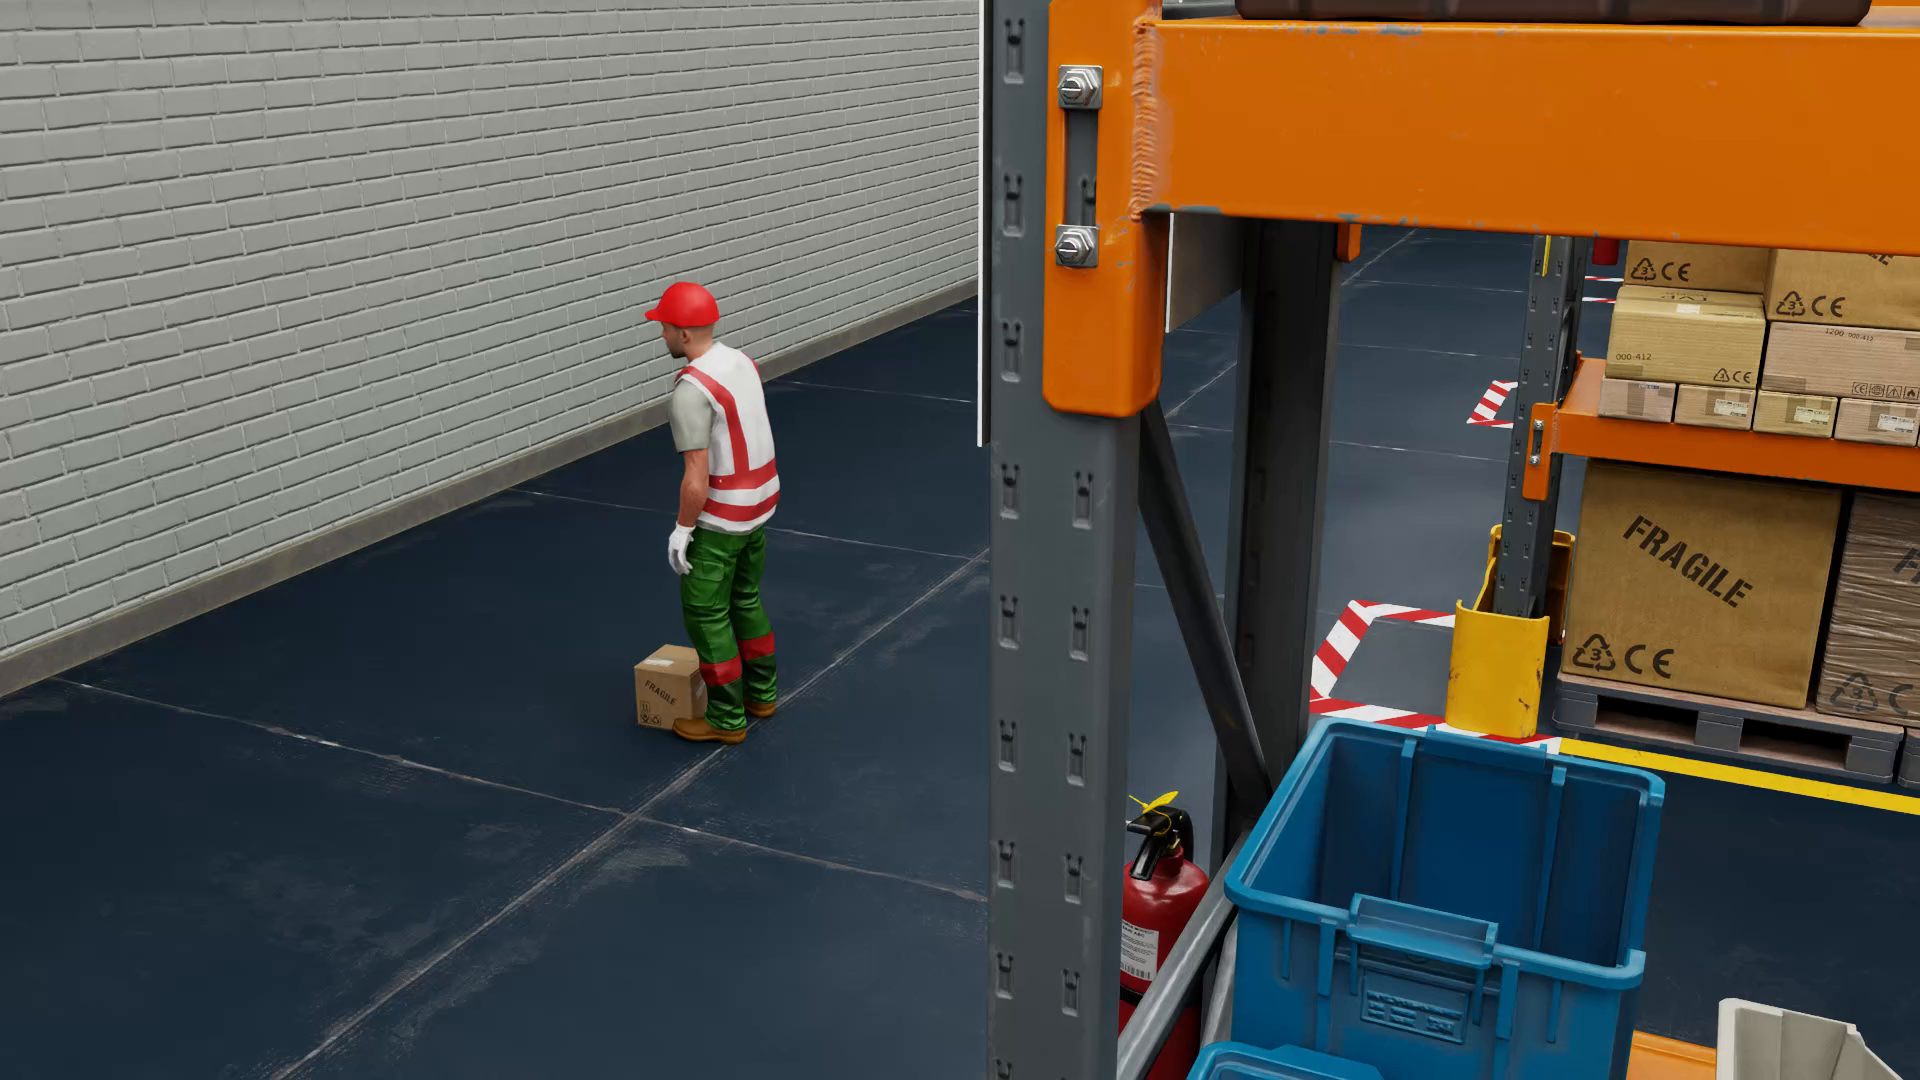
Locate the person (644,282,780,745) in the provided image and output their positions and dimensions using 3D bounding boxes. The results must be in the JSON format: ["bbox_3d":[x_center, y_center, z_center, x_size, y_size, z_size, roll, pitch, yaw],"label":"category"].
[{"bbox_3d":[-0.926,-0.094,6.318,0.453,1.778,0.616,7,20,19],"label":"person"}]
